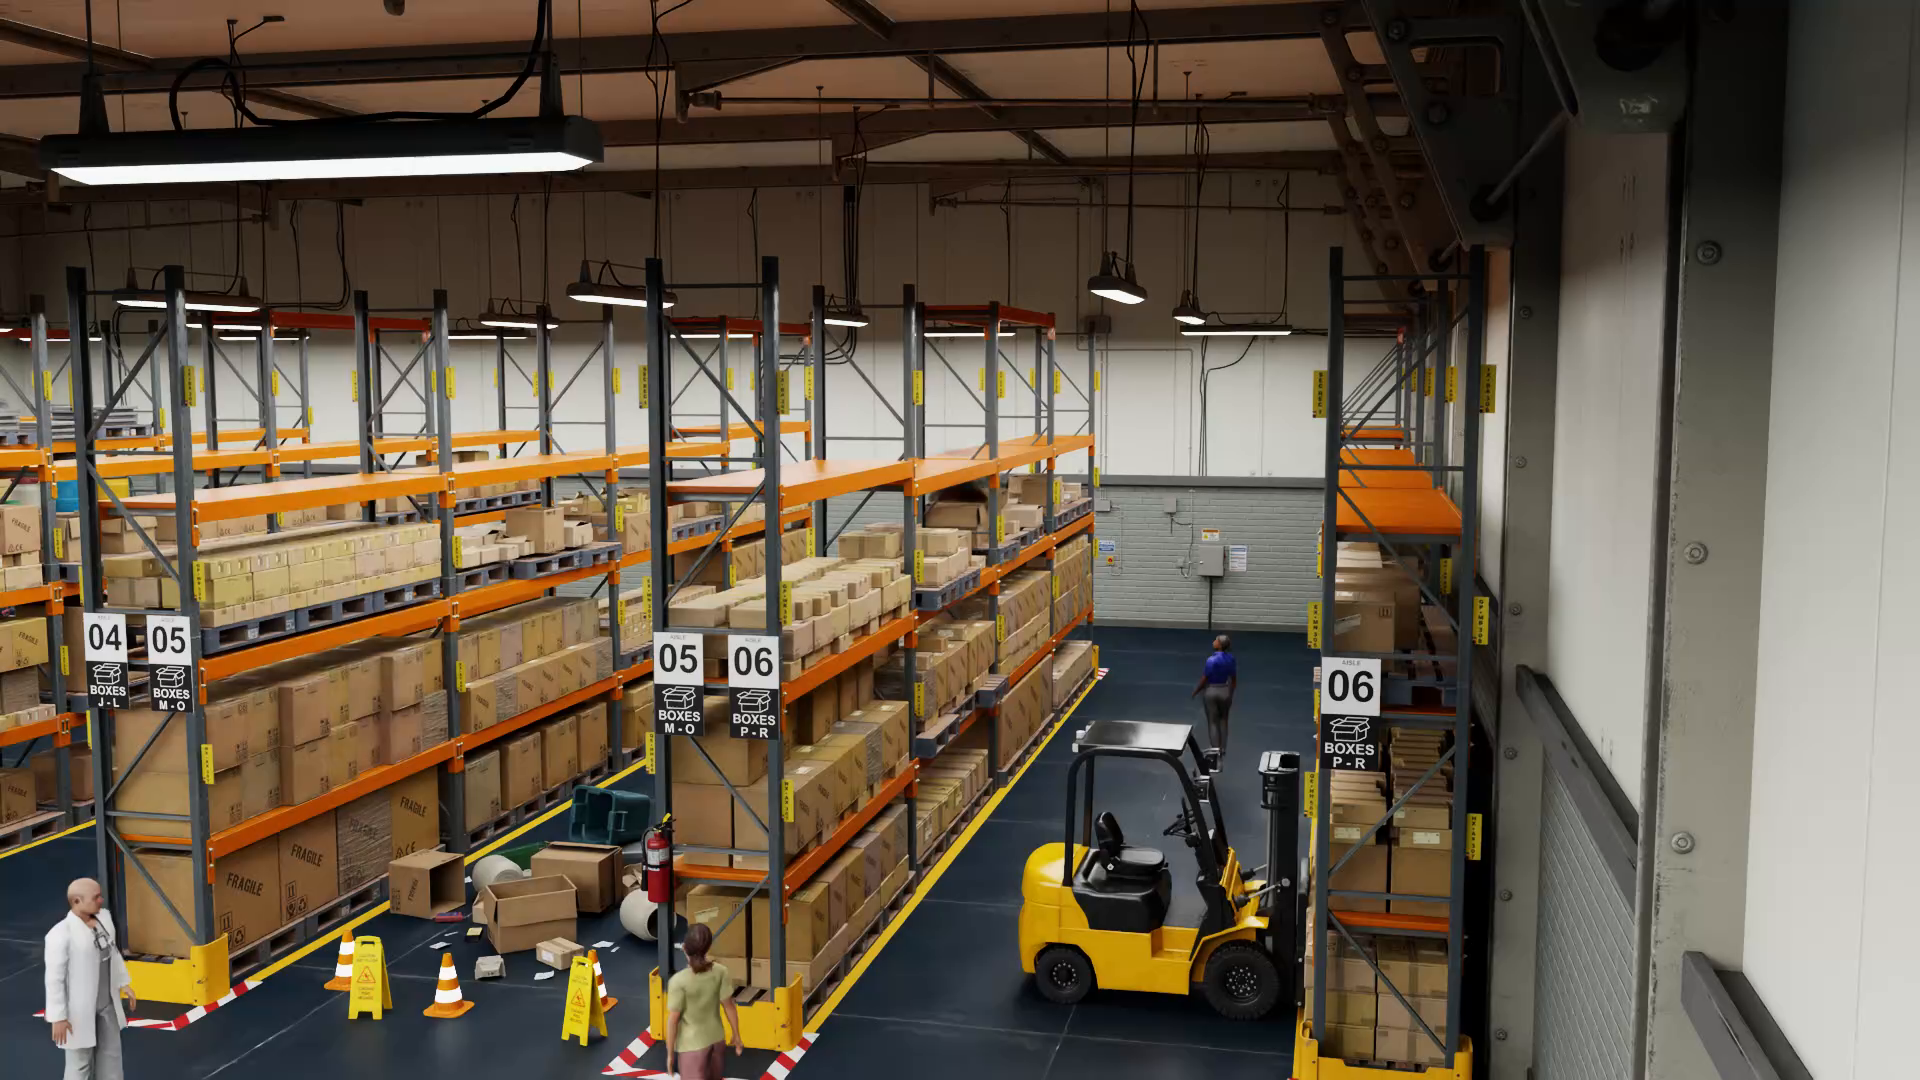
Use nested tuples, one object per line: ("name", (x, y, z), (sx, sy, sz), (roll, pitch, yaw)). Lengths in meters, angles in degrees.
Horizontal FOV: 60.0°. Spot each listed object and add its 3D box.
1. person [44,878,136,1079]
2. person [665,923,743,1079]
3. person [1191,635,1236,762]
("person", (-5.865, 3.149, 11.208), (0.446, 1.794, 0.627), (2, 6, 16))
("person", (-1.650, 3.258, 10.637), (0.393, 1.675, 0.538), (4, 7, 33))
("person", (3.272, 2.040, 21.351), (0.548, 1.668, 0.654), (0, 6, -4))
